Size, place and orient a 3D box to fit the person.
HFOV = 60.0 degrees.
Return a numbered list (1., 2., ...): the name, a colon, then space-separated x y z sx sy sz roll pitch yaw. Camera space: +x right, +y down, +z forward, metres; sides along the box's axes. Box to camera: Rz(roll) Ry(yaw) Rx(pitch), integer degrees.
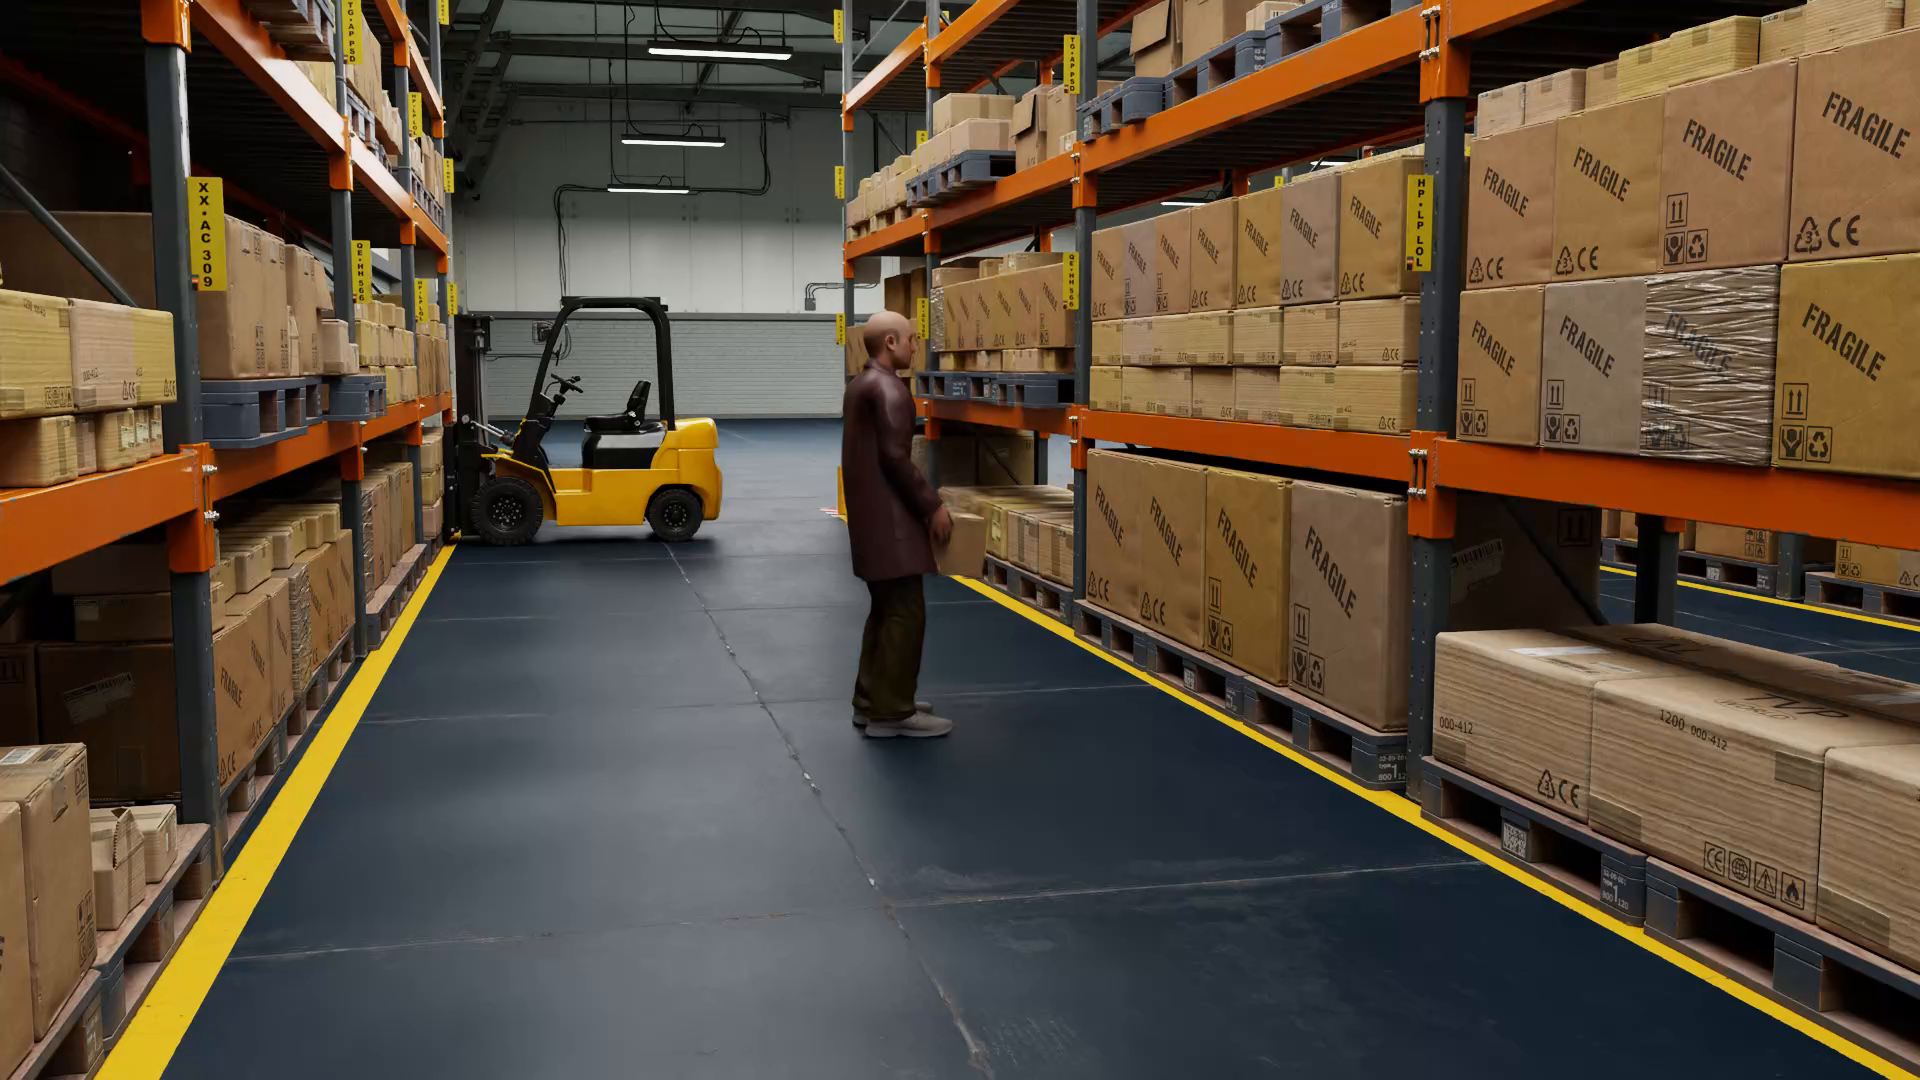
1. person: -0.273 -0.077 7.079 0.443 1.781 0.579 -2 6 -15
